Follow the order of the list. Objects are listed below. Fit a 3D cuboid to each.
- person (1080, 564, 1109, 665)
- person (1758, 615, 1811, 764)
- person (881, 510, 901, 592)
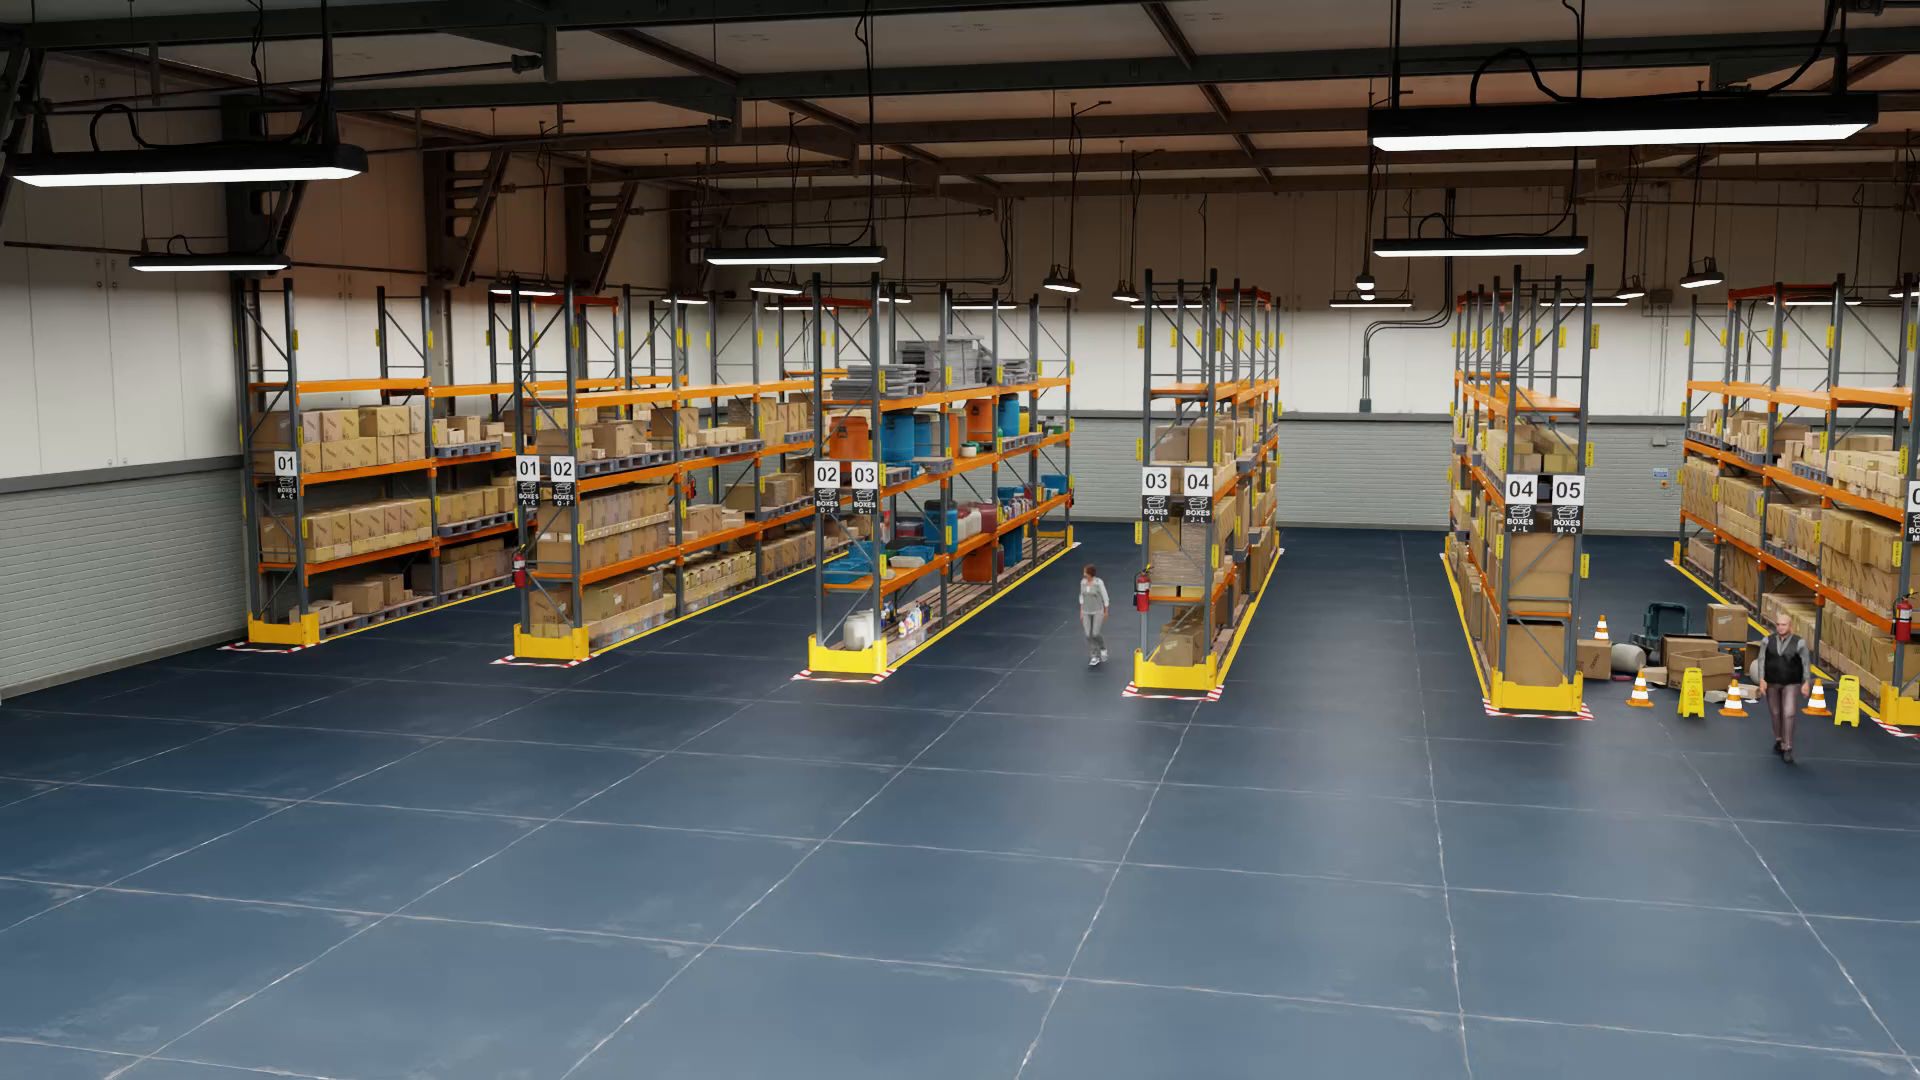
[{"bbox_3d":[2.085,1.144,25.778,0.498,1.579,0.455,4,8,32],"label":"person"},{"bbox_3d":[9.903,1.748,20.055,0.573,1.696,0.845,6,9,43],"label":"person"},{"bbox_3d":[-1.379,0.229,32.943,0.651,1.681,0.653,3,8,26],"label":"person"}]
